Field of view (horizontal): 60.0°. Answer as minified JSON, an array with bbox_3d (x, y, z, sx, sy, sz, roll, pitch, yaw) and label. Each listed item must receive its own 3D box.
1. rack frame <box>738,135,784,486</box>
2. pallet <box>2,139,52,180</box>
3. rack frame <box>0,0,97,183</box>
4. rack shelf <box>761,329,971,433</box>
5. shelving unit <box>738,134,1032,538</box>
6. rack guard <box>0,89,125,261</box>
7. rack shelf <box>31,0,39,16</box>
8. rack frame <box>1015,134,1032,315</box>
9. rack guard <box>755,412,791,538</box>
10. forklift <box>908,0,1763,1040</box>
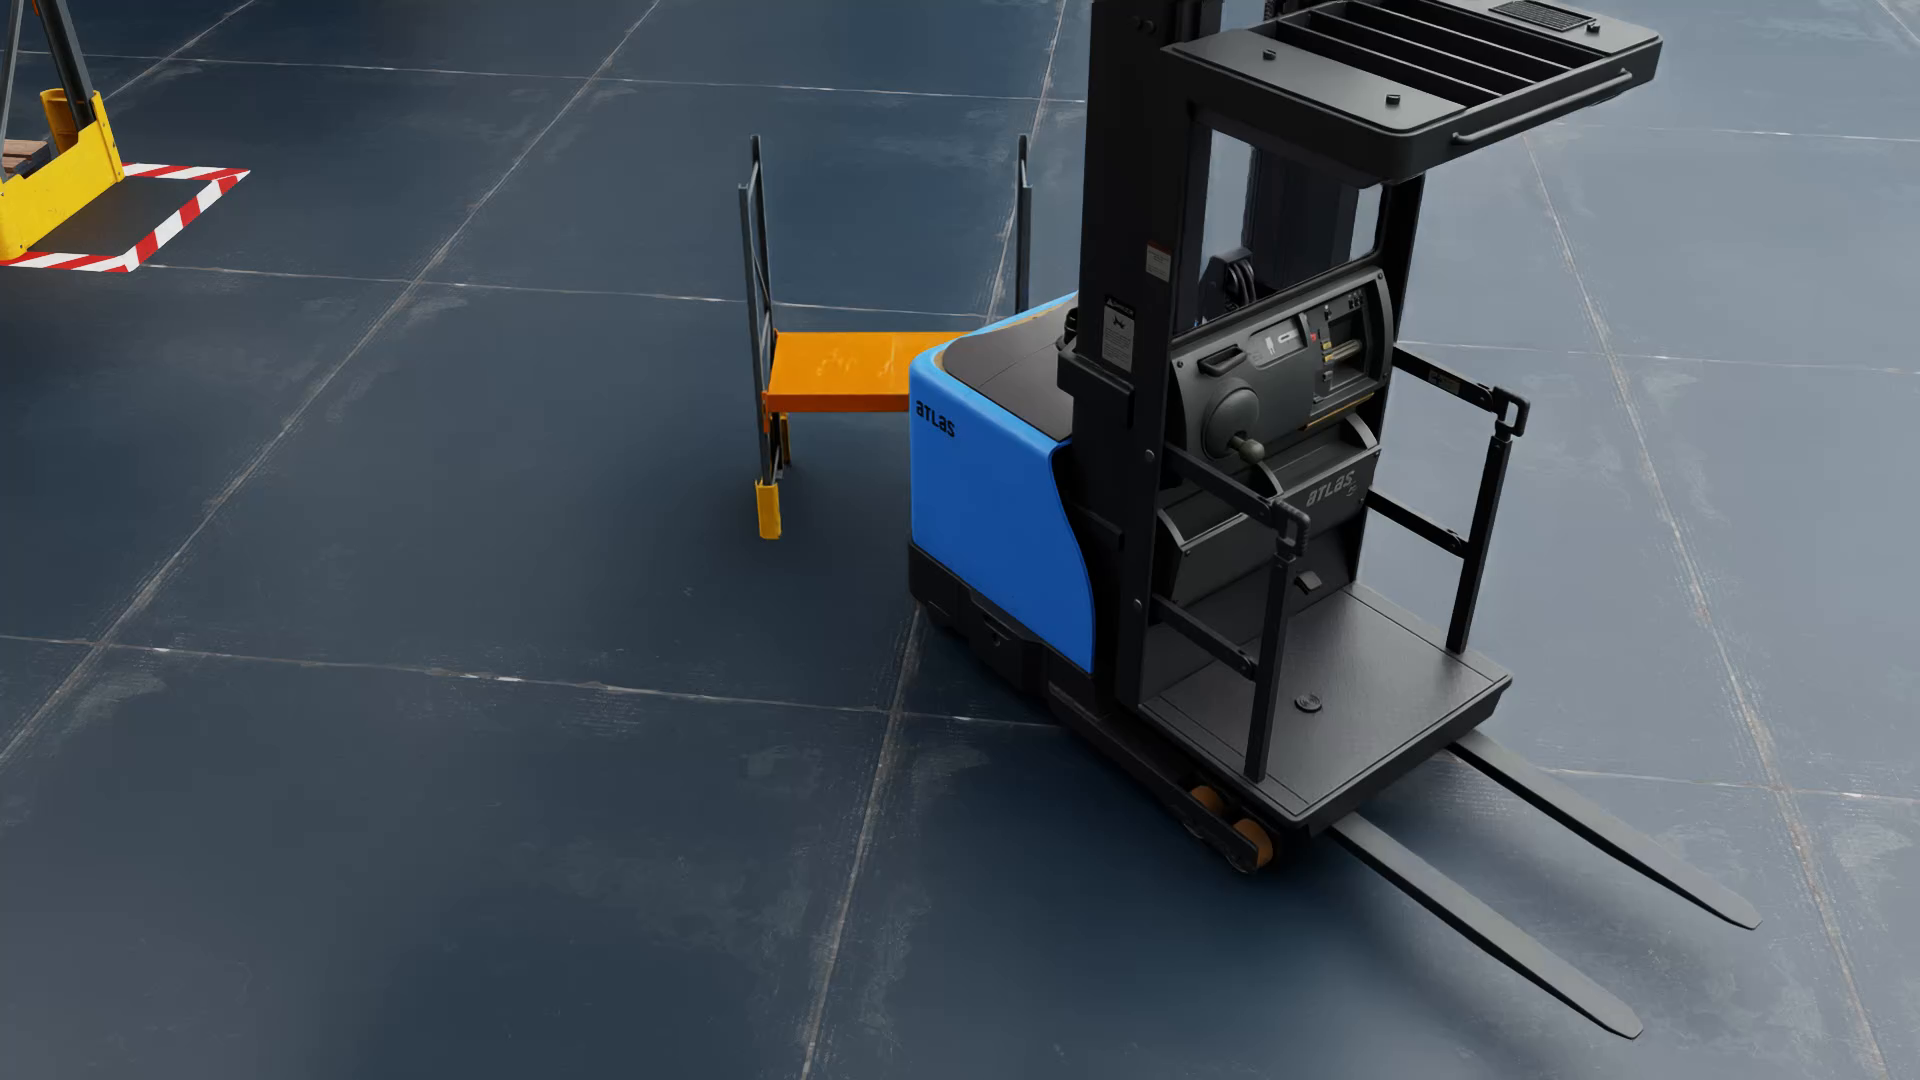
[{"bbox_3d":[-0.777,-0.788,6.563,0.032,1.500,0.500,0,36,0],"label":"rack frame"},{"bbox_3d":[-5.925,-1.975,9.336,1.213,0.211,1.003,4,36,6],"label":"pallet"},{"bbox_3d":[-5.039,-3.069,8.468,0.127,3.000,1.000,4,36,6],"label":"rack frame"},{"bbox_3d":[-0.268,-0.643,6.669,1.000,0.185,0.538,0,36,0],"label":"rack shelf"},{"bbox_3d":[-0.277,-0.789,6.565,1.083,1.500,0.587,0,36,0],"label":"shelving unit"},{"bbox_3d":[-5.120,-2.030,9.164,0.348,0.500,1.175,4,36,6],"label":"rack guard"},{"bbox_3d":[-7.023,-2.924,8.884,4.000,0.370,1.077,4,36,6],"label":"rack shelf"},{"bbox_3d":[0.240,-0.791,6.567,0.032,1.500,0.500,0,36,0],"label":"rack frame"},{"bbox_3d":[-0.775,-0.279,6.926,0.087,0.250,0.587,0,36,0],"label":"rack guard"},{"bbox_3d":[1.120,-0.471,4.887,1.130,2.935,3.031,-25,43,-31],"label":"forklift"}]
